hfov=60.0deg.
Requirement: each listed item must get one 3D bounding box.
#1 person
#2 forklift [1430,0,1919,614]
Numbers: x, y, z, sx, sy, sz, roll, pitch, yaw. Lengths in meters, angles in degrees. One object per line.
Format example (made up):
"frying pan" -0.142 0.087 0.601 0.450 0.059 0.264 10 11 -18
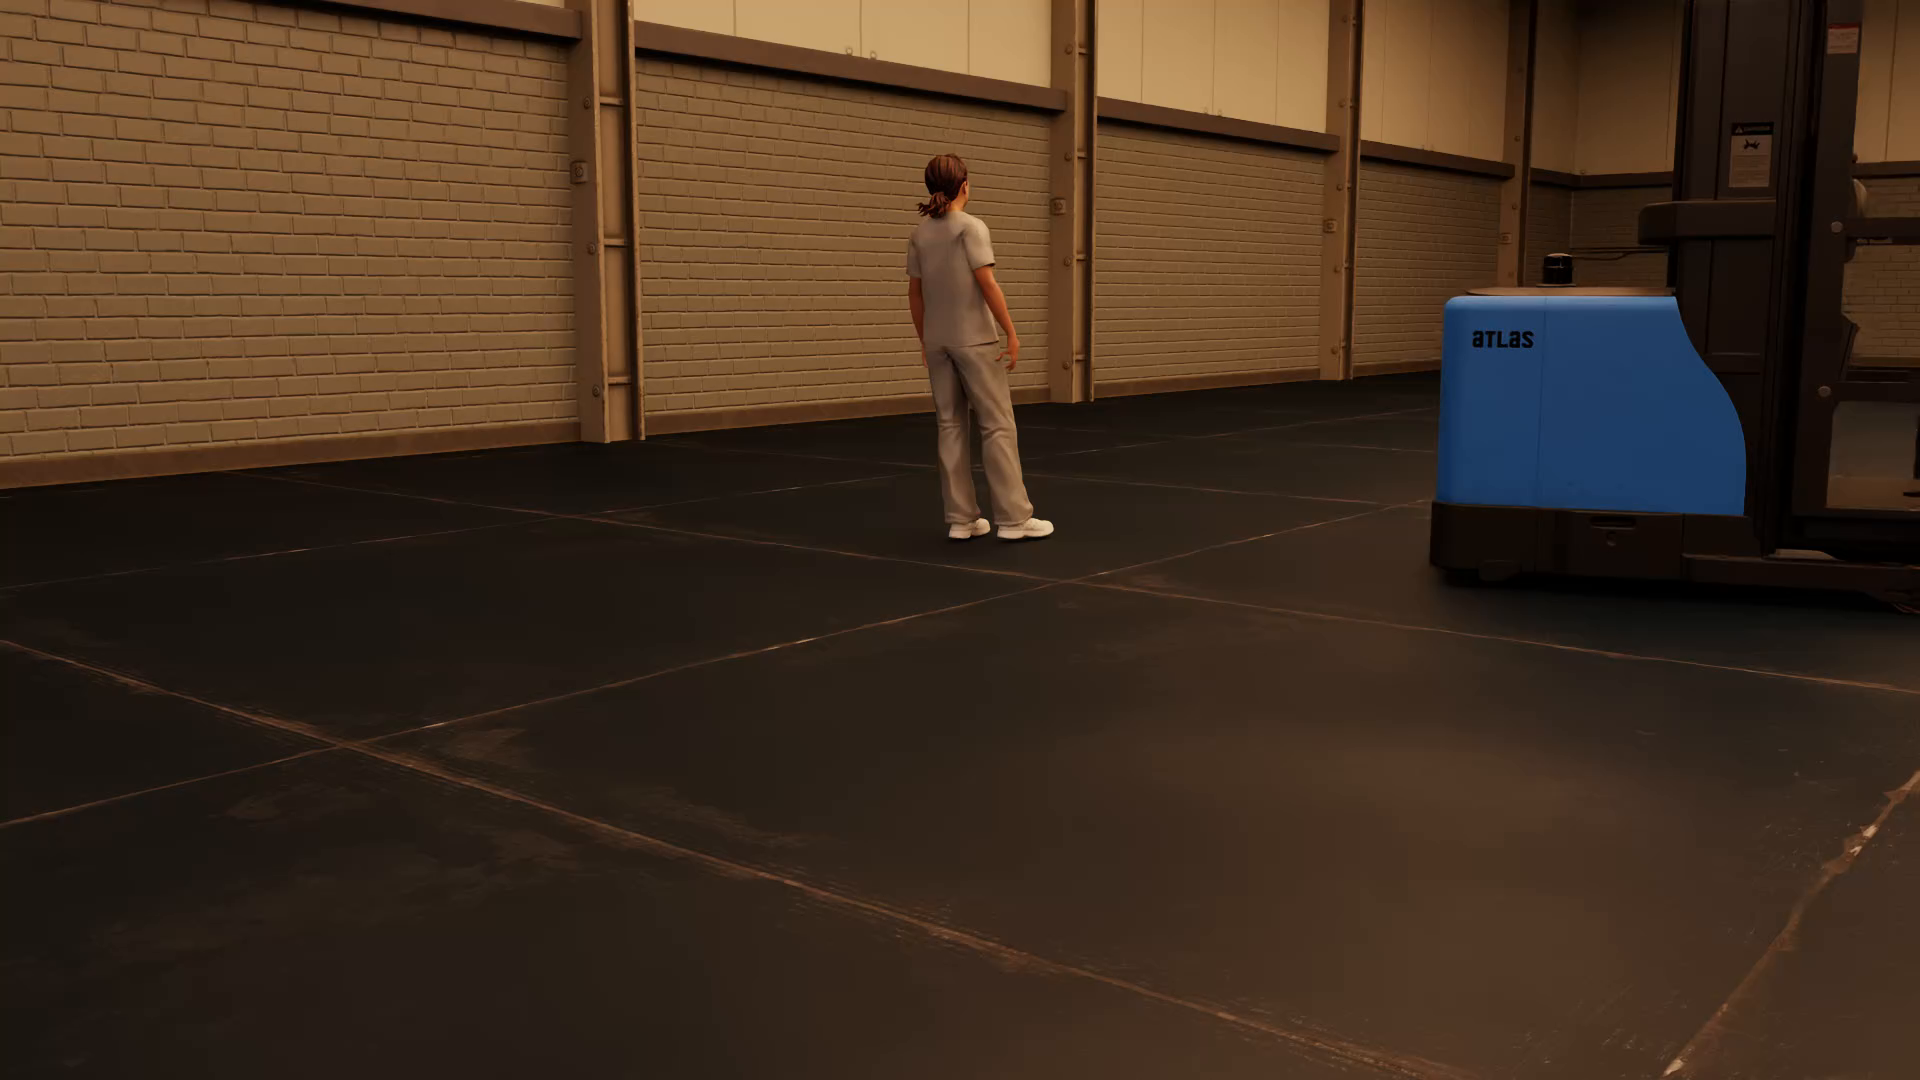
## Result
"person" 0.057 -0.844 7.330 0.549 1.675 0.549 7 11 38
"forklift" 3.350 -1.273 5.985 3.031 2.935 1.130 3 9 20
